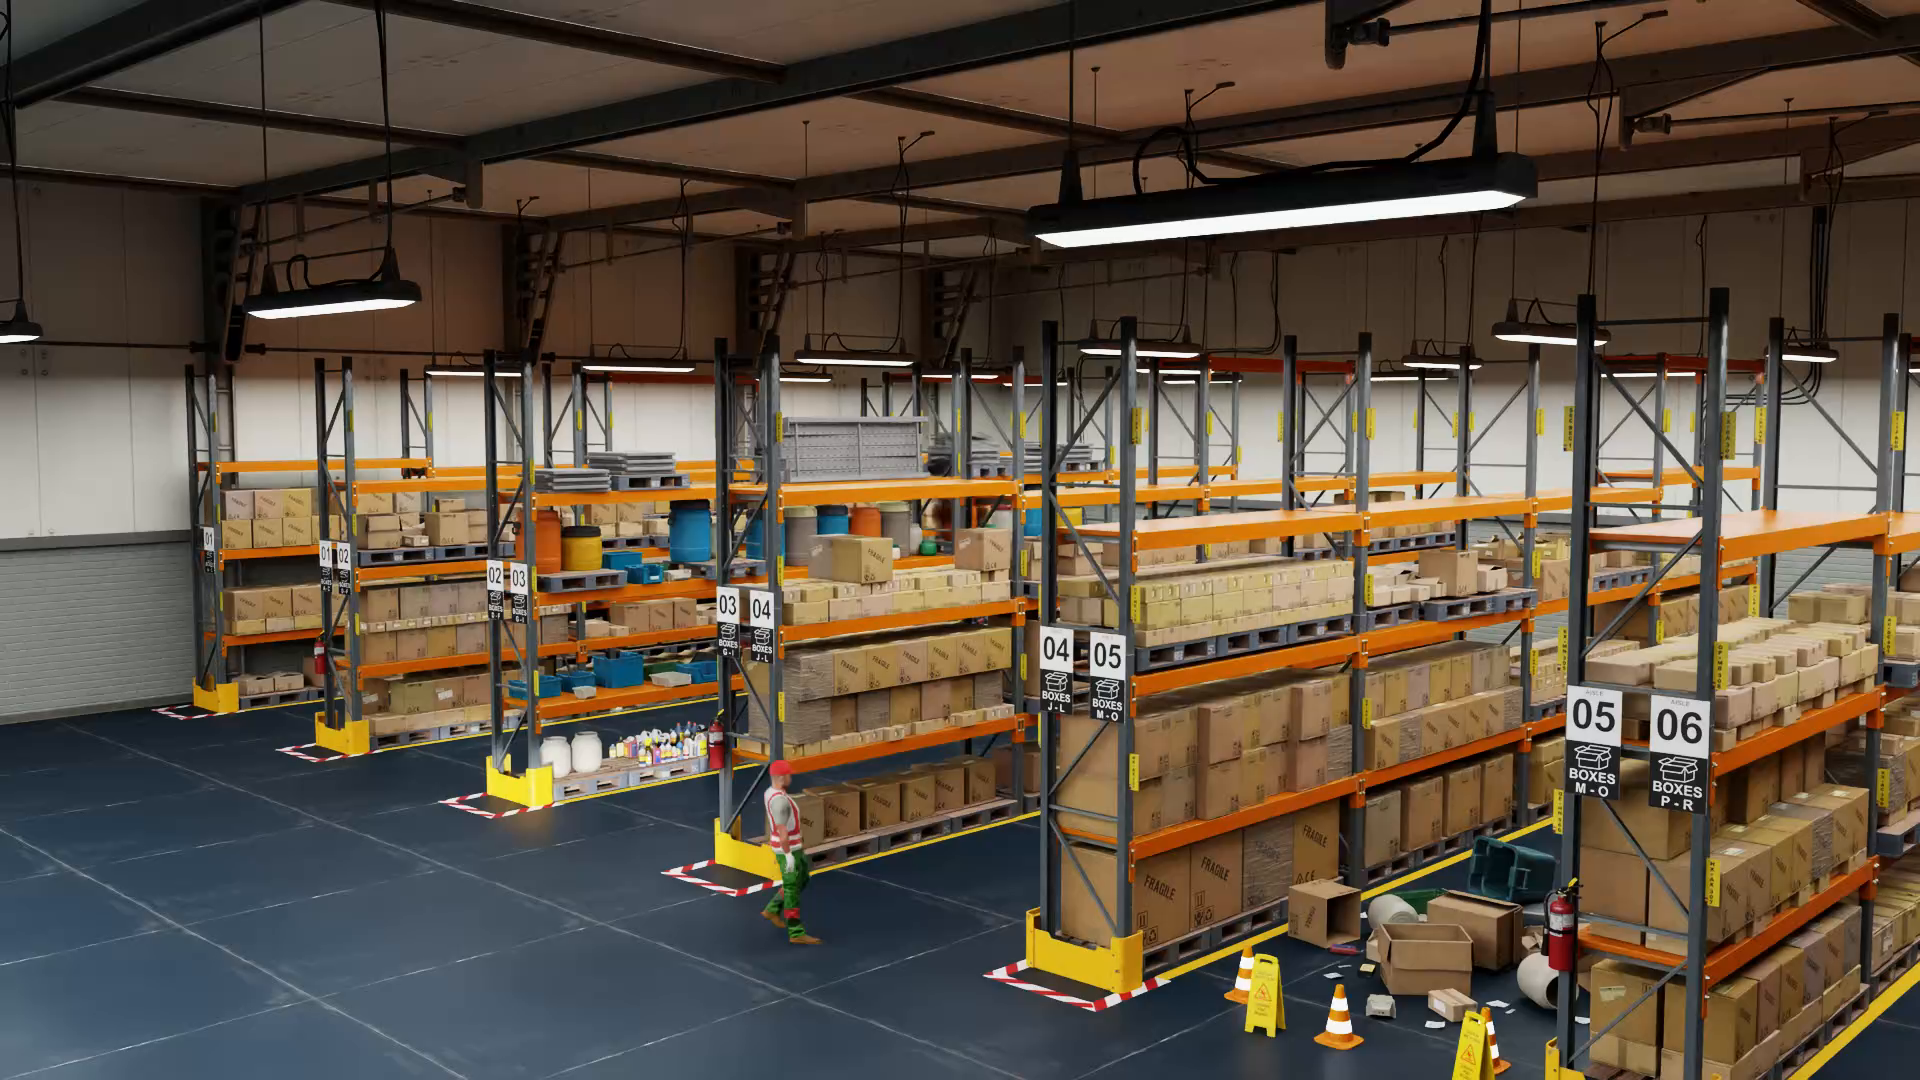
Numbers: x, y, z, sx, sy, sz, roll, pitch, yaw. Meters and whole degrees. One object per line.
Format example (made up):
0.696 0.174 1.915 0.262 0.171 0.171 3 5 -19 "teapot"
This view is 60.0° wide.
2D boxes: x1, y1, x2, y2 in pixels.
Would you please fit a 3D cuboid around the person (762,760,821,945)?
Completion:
-1.661 3.039 16.297 0.593 1.790 0.605 0 4 -3 "person"
